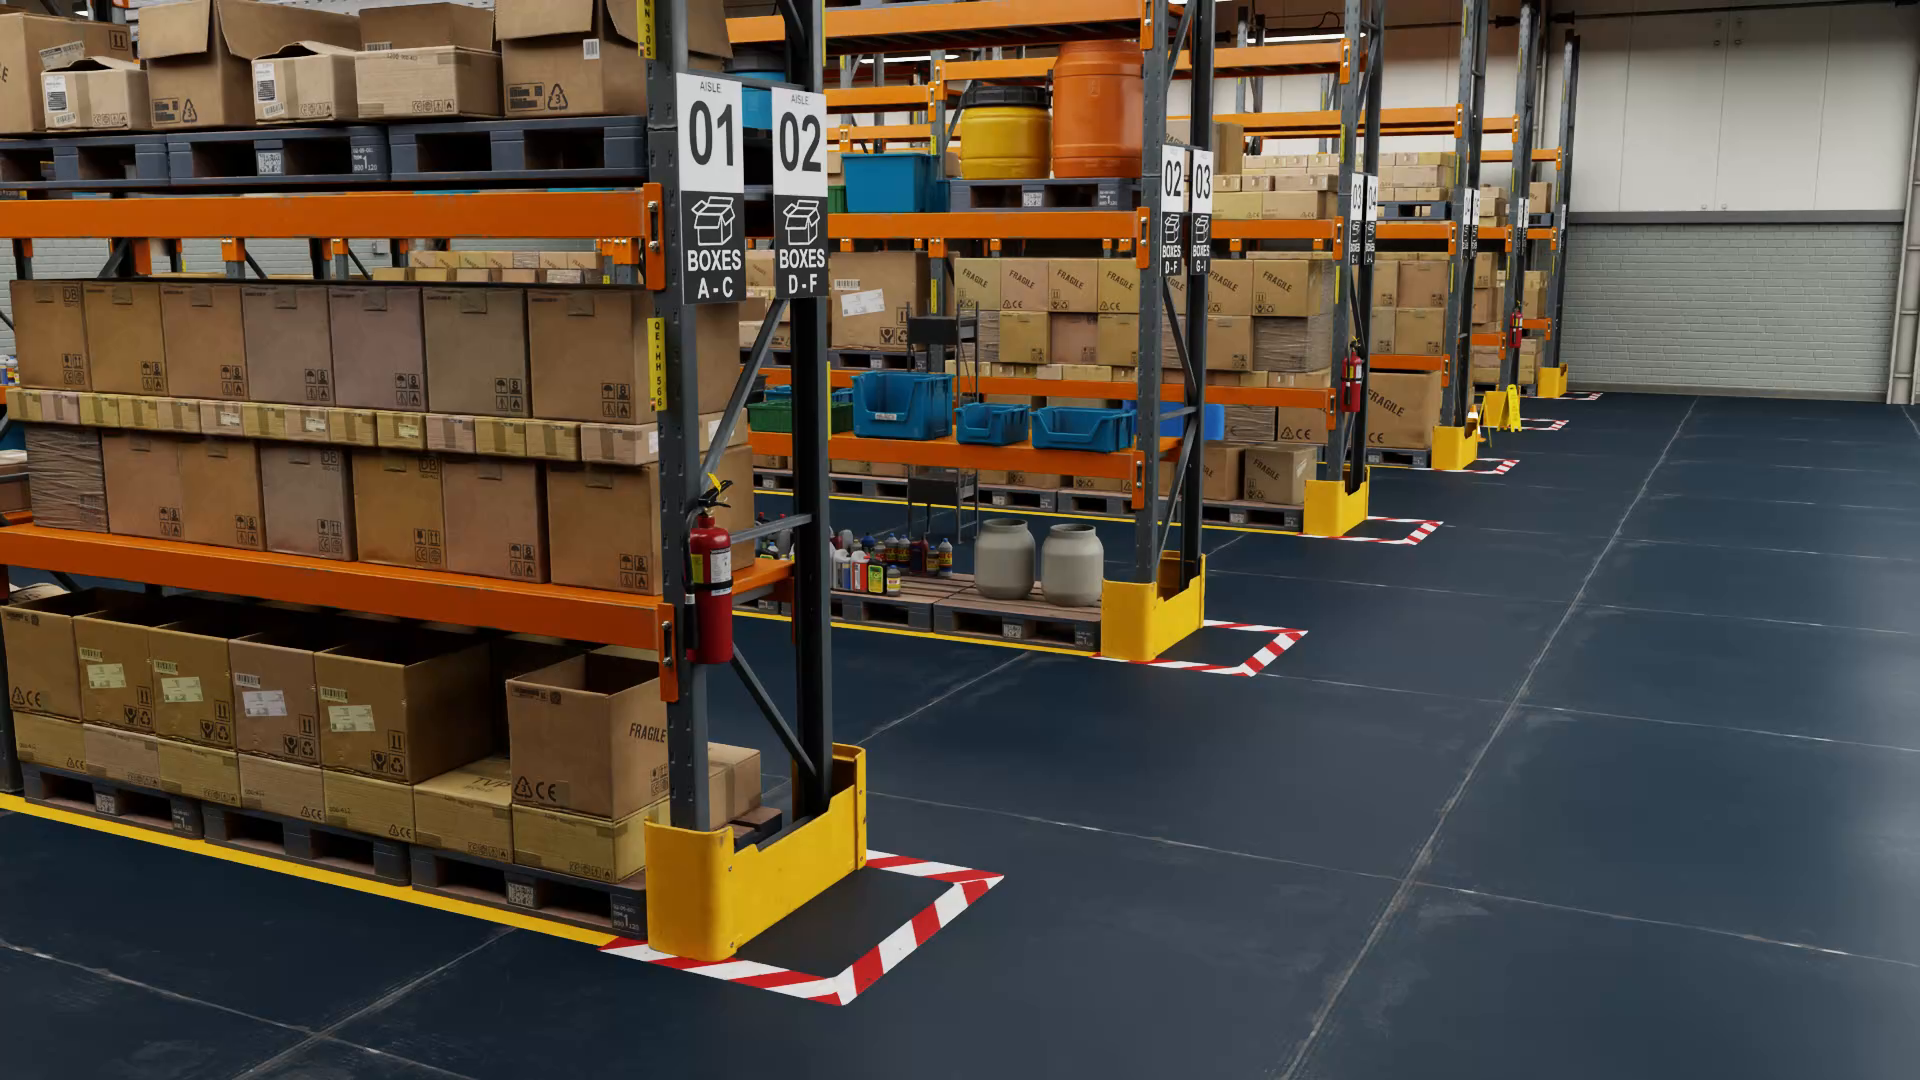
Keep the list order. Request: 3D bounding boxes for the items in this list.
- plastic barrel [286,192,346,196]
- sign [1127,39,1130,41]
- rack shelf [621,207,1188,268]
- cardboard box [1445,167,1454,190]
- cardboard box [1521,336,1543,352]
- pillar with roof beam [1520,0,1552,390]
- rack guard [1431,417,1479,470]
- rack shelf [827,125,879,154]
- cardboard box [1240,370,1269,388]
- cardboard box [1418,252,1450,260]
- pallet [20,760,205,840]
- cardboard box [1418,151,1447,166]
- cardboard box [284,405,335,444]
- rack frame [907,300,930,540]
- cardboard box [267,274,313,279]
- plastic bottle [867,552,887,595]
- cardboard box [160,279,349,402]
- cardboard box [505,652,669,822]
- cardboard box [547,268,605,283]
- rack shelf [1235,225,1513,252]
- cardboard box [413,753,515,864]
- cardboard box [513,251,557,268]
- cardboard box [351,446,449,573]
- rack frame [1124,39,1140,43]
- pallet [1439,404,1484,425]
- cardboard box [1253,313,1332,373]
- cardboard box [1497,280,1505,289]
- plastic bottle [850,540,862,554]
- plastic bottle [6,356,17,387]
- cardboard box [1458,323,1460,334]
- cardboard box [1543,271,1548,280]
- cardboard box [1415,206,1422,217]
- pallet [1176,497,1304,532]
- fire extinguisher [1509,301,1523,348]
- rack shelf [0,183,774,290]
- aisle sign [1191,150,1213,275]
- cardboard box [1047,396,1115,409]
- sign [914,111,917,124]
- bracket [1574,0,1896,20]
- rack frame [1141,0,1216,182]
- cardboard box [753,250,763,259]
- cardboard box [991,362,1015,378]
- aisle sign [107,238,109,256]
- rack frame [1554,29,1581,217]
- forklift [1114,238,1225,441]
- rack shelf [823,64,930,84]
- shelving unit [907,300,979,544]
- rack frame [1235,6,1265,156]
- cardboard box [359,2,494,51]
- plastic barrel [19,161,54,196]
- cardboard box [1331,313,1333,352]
[{"bbox_3d":[-5.152,-3.063,13.454,0.600,0.901,0.600,0,10,0],"label":"plastic barrel"},{"bbox_3d":[2.043,-6.063,20.169,0.005,0.325,0.100,5,11,26],"label":"sign"},{"bbox_3d":[-0.411,-2.089,11.500,4.000,0.370,1.077,5,11,26],"label":"rack shelf"},{"bbox_3d":[5.540,-4.268,19.645,0.500,0.250,0.500,5,11,26],"label":"cardboard box"},{"bbox_3d":[9.804,-3.390,28.824,0.500,0.250,0.500,5,11,25],"label":"cardboard box"},{"bbox_3d":[8.021,-6.439,25.095,0.548,9.000,9.100,5,11,26],"label":"pillar with roof beam"},{"bbox_3d":[5.881,-1.152,19.748,0.348,0.500,1.175,5,11,26],"label":"rack guard"},{"bbox_3d":[-3.109,-5.574,23.455,4.000,0.370,1.077,5,11,26],"label":"rack shelf"},{"bbox_3d":[2.756,-1.497,15.340,0.250,0.149,0.380,5,11,26],"label":"cardboard box"},{"bbox_3d":[6.953,-3.917,24.080,0.500,0.500,0.700,5,11,26],"label":"cardboard box"},{"bbox_3d":[-3.705,1.108,8.069,1.213,0.211,1.003,5,11,26],"label":"pallet"},{"bbox_3d":[5.407,-4.357,19.021,0.250,0.149,0.380,5,11,26],"label":"cardboard box"},{"bbox_3d":[-2.632,-0.508,7.067,0.250,0.149,0.380,5,11,25],"label":"cardboard box"},{"bbox_3d":[-0.367,-1.065,14.775,0.015,2.100,0.400,5,11,26],"label":"rack frame"},{"bbox_3d":[-8.166,-3.021,20.533,0.500,0.500,0.500,5,11,26],"label":"cardboard box"},{"bbox_3d":[-0.572,0.230,11.482,0.133,0.283,0.061,5,12,27],"label":"plastic bottle"},{"bbox_3d":[-3.097,-0.908,7.454,0.500,0.500,0.700,5,11,26],"label":"cardboard box"},{"bbox_3d":[-1.425,0.764,6.574,0.500,0.500,0.500,5,11,26],"label":"cardboard box"},{"bbox_3d":[-4.249,-2.834,18.920,0.637,0.503,0.797,5,12,28],"label":"cardboard box"},{"bbox_3d":[6.165,-4.462,24.615,4.000,0.370,1.077,5,11,26],"label":"rack shelf"},{"bbox_3d":[-1.878,1.096,6.850,0.500,0.250,0.500,5,11,26],"label":"cardboard box"},{"bbox_3d":[-6.362,-4.094,25.057,0.500,0.500,0.500,5,12,27],"label":"cardboard box"},{"bbox_3d":[-2.142,-0.187,7.114,0.500,0.500,0.700,5,11,26],"label":"cardboard box"},{"bbox_3d":[2.272,-5.652,20.743,0.127,3.000,1.000,5,11,26],"label":"rack frame"},{"bbox_3d":[7.178,-1.886,24.614,1.213,0.211,1.003,5,11,26],"label":"pallet"},{"bbox_3d":[3.093,-1.843,15.431,0.500,0.500,0.875,5,11,26],"label":"cardboard box"},{"bbox_3d":[9.269,-4.372,28.419,0.250,0.149,0.380,5,12,27],"label":"cardboard box"},{"bbox_3d":[-0.776,0.100,12.432,0.097,0.201,0.097,0,10,0],"label":"plastic bottle"},{"bbox_3d":[-8.713,-1.552,15.296,0.097,0.271,0.097,0,10,0],"label":"plastic bottle"},{"bbox_3d":[7.252,-3.057,23.956,0.250,0.149,0.380,5,11,25],"label":"cardboard box"},{"bbox_3d":[9.945,-4.551,28.571,0.250,0.149,0.380,5,11,25],"label":"cardboard box"},{"bbox_3d":[6.463,-4.809,24.094,0.500,0.250,0.500,5,12,27],"label":"cardboard box"},{"bbox_3d":[2.793,-0.304,15.869,1.213,0.211,1.003,5,11,26],"label":"pallet"},{"bbox_3d":[7.857,-3.062,23.498,0.183,0.674,0.296,5,11,26],"label":"fire extinguisher"},{"bbox_3d":[-2.606,-1.298,7.130,4.000,0.370,1.077,5,11,26],"label":"rack shelf"},{"bbox_3d":[1.576,-2.129,10.827,0.004,0.787,0.394,5,11,26],"label":"aisle sign"},{"bbox_3d":[1.675,-1.834,21.631,0.750,0.750,1.050,5,11,26],"label":"cardboard box"},{"bbox_3d":[-0.866,-8.287,32.459,0.005,0.325,0.100,5,11,26],"label":"sign"},{"bbox_3d":[12.467,-8.604,26.950,4.783,0.066,0.076,5,11,26],"label":"bracket"},{"bbox_3d":[1.382,-3.761,10.298,0.127,3.000,1.000,5,11,26],"label":"rack frame"},{"bbox_3d":[-3.408,-5.000,29.081,0.250,0.149,0.380,5,12,27],"label":"cardboard box"},{"bbox_3d":[0.501,-1.690,16.403,0.250,0.149,0.380,5,11,26],"label":"cardboard box"},{"bbox_3d":[-10.972,-4.098,21.704,0.004,0.787,0.394,5,11,26],"label":"aisle sign"},{"bbox_3d":[10.152,-6.928,27.795,0.127,3.000,1.000,5,11,26],"label":"rack frame"},{"bbox_3d":[2.341,-2.282,19.163,1.130,2.935,3.031,0,10,0],"label":"forklift"},{"bbox_3d":[-2.403,-9.313,33.659,4.000,0.370,1.077,5,11,26],"label":"rack shelf"},{"bbox_3d":[-0.148,-1.046,14.669,0.503,2.100,0.431,5,11,26],"label":"shelving unit"},{"bbox_3d":[4.372,-6.450,25.155,0.127,3.000,1.000,5,11,26],"label":"rack frame"},{"bbox_3d":[-2.181,-1.994,7.101,0.500,0.500,0.500,5,11,26],"label":"cardboard box"},{"bbox_3d":[-8.471,-3.490,15.517,0.600,0.588,0.600,0,10,0],"label":"plastic barrel"},{"bbox_3d":[4.557,-2.584,20.219,0.550,0.550,0.875,5,11,26],"label":"cardboard box"}]
